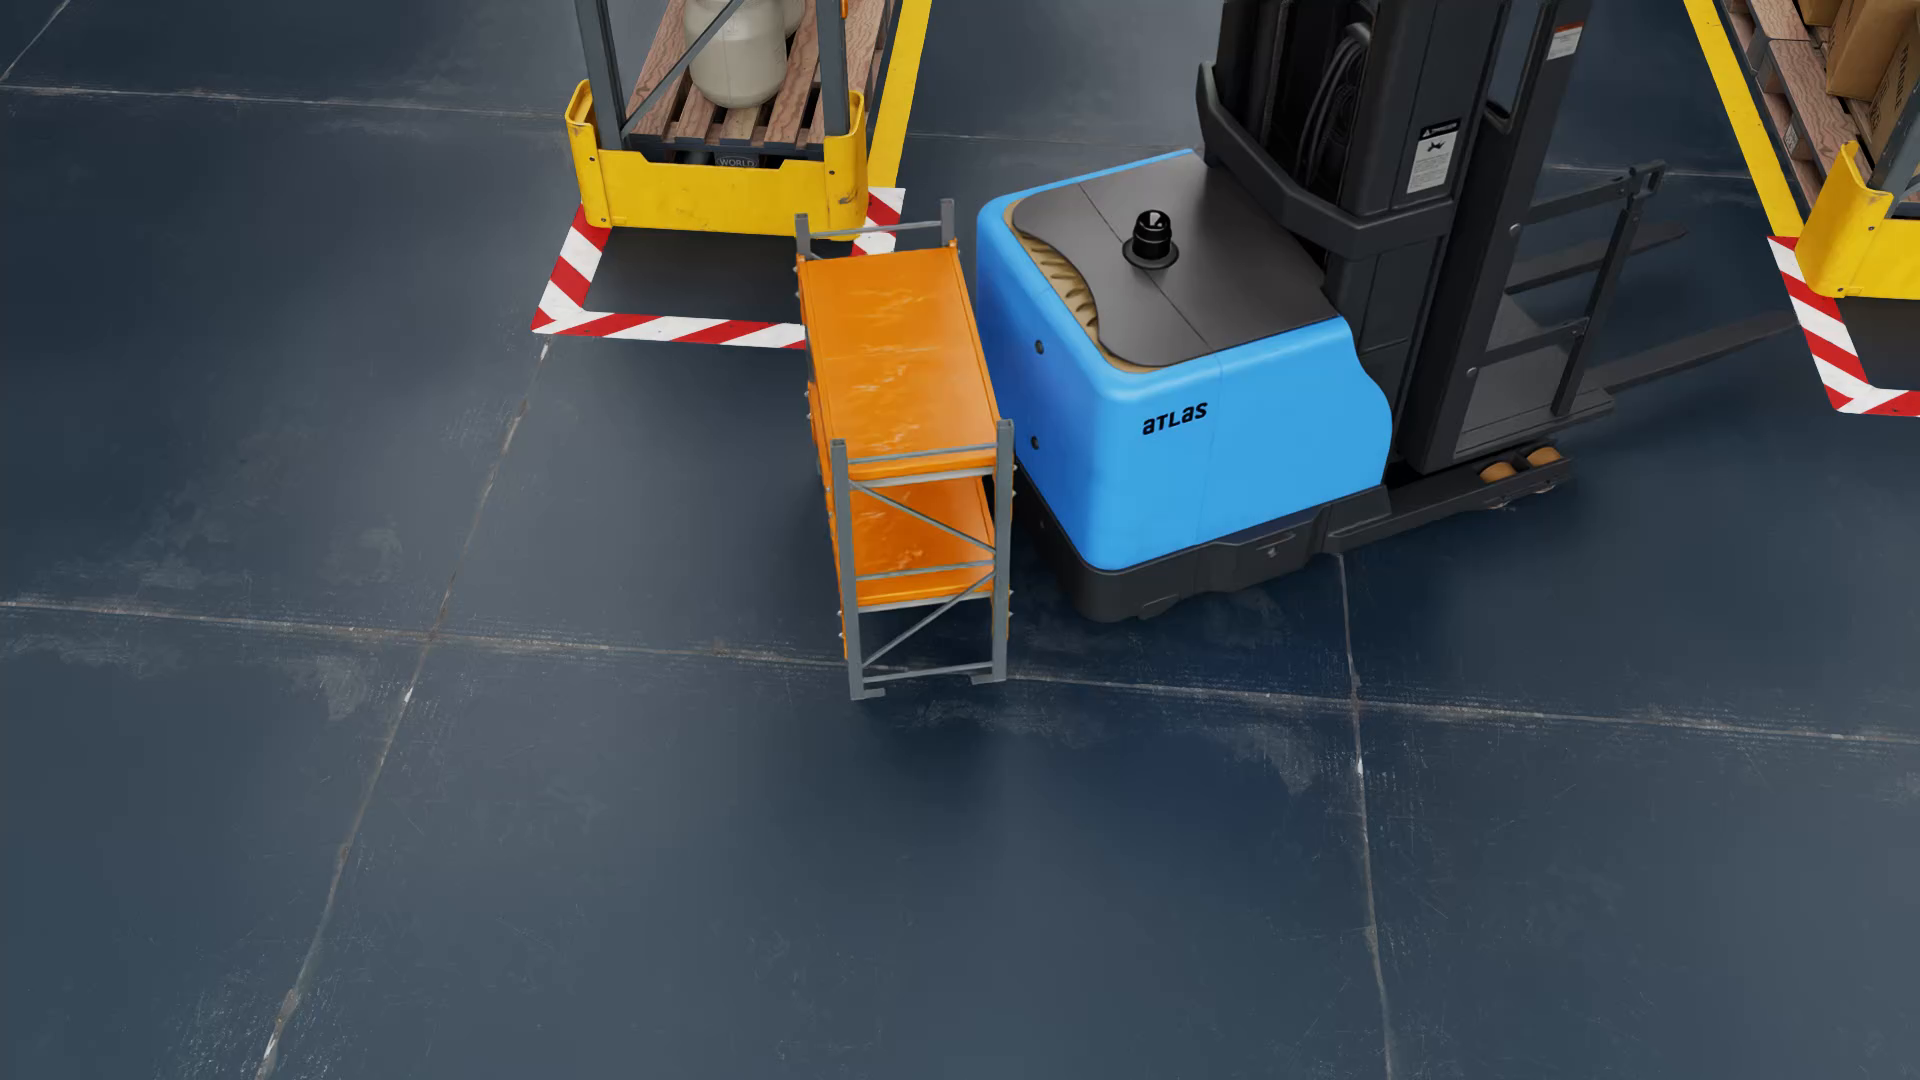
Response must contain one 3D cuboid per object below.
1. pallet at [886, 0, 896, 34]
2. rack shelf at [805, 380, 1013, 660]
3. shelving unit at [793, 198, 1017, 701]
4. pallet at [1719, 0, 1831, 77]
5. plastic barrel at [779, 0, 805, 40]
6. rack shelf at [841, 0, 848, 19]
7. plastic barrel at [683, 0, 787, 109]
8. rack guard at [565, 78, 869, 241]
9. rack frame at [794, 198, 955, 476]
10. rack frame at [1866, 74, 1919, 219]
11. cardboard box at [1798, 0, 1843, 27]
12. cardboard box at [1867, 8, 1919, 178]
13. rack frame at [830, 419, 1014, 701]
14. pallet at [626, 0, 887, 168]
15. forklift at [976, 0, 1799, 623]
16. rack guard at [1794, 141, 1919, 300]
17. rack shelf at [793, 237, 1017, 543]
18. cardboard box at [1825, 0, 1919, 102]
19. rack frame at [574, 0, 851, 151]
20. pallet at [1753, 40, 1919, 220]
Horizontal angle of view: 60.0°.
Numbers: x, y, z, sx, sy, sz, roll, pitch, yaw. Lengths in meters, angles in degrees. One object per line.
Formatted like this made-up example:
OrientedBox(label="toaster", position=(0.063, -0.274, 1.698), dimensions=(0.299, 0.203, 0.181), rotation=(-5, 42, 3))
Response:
OrientedBox(label="pallet", position=(-0.787, -2.960, 8.315), dimensions=(1.003, 0.211, 1.213), rotation=(4, 48, 4))
OrientedBox(label="rack shelf", position=(-0.184, -0.114, 5.424), dimensions=(0.538, 0.278, 1.000), rotation=(-7, 48, -6))
OrientedBox(label="shelving unit", position=(-0.184, -0.279, 5.243), dimensions=(0.538, 1.125, 1.048), rotation=(-7, 48, -6))
OrientedBox(label="pallet", position=(4.222, -2.622, 8.005), dimensions=(1.003, 0.211, 1.213), rotation=(4, 48, 4))
OrientedBox(label="plastic barrel", position=(-0.911, -2.511, 7.415), dimensions=(0.421, 0.512, 0.421), rotation=(0, 48, 0))
OrientedBox(label="rack shelf", position=(-0.758, -3.579, 7.478), dimensions=(1.077, 0.370, 4.000), rotation=(4, 48, 4))
OrientedBox(label="plastic barrel", position=(-0.956, -2.143, 7.078), dimensions=(0.421, 0.512, 0.421), rotation=(0, 48, 0))
OrientedBox(label="rack guard", position=(-0.980, -1.567, 6.845), dimensions=(1.175, 0.500, 0.348), rotation=(4, 48, 4))
OrientedBox(label="rack frame", position=(-0.266, -0.650, 5.582), dimensions=(0.500, 1.125, 0.032), rotation=(-7, 48, -6))
OrientedBox(label="rack frame", position=(3.992, -2.019, 5.564), dimensions=(1.000, 3.000, 0.127), rotation=(4, 48, 4))
OrientedBox(label="cardboard box", position=(4.162, -2.675, 7.573), dimensions=(0.500, 0.500, 0.500), rotation=(8, 48, 7))
OrientedBox(label="cardboard box", position=(4.066, -1.775, 6.750), dimensions=(0.500, 0.500, 0.500), rotation=(12, 49, 11))
OrientedBox(label="rack frame", position=(-0.102, 0.091, 4.905), dimensions=(0.500, 1.125, 0.032), rotation=(-7, 48, -6))
OrientedBox(label="pallet", position=(-0.901, -2.066, 7.497), dimensions=(1.003, 0.211, 1.213), rotation=(4, 48, 4))
OrientedBox(label="forklift", position=(1.605, -1.442, 5.083), dimensions=(3.031, 2.935, 1.130), rotation=(-18, 50, -15))
OrientedBox(label="rack guard", position=(3.999, -1.231, 6.537), dimensions=(1.175, 0.500, 0.348), rotation=(4, 48, 4))
OrientedBox(label="rack shelf", position=(-0.184, -0.477, 5.027), dimensions=(0.538, 0.278, 1.000), rotation=(-7, 48, -6))
OrientedBox(label="cardboard box", position=(4.086, -2.216, 7.154), dimensions=(0.500, 0.500, 0.500), rotation=(15, 49, 14))
OrientedBox(label="rack frame", position=(-0.940, -2.352, 5.868), dimensions=(1.000, 3.000, 0.127), rotation=(4, 48, 4))
OrientedBox(label="pallet", position=(4.108, -1.728, 7.187), dimensions=(1.003, 0.211, 1.213), rotation=(4, 48, 4))
